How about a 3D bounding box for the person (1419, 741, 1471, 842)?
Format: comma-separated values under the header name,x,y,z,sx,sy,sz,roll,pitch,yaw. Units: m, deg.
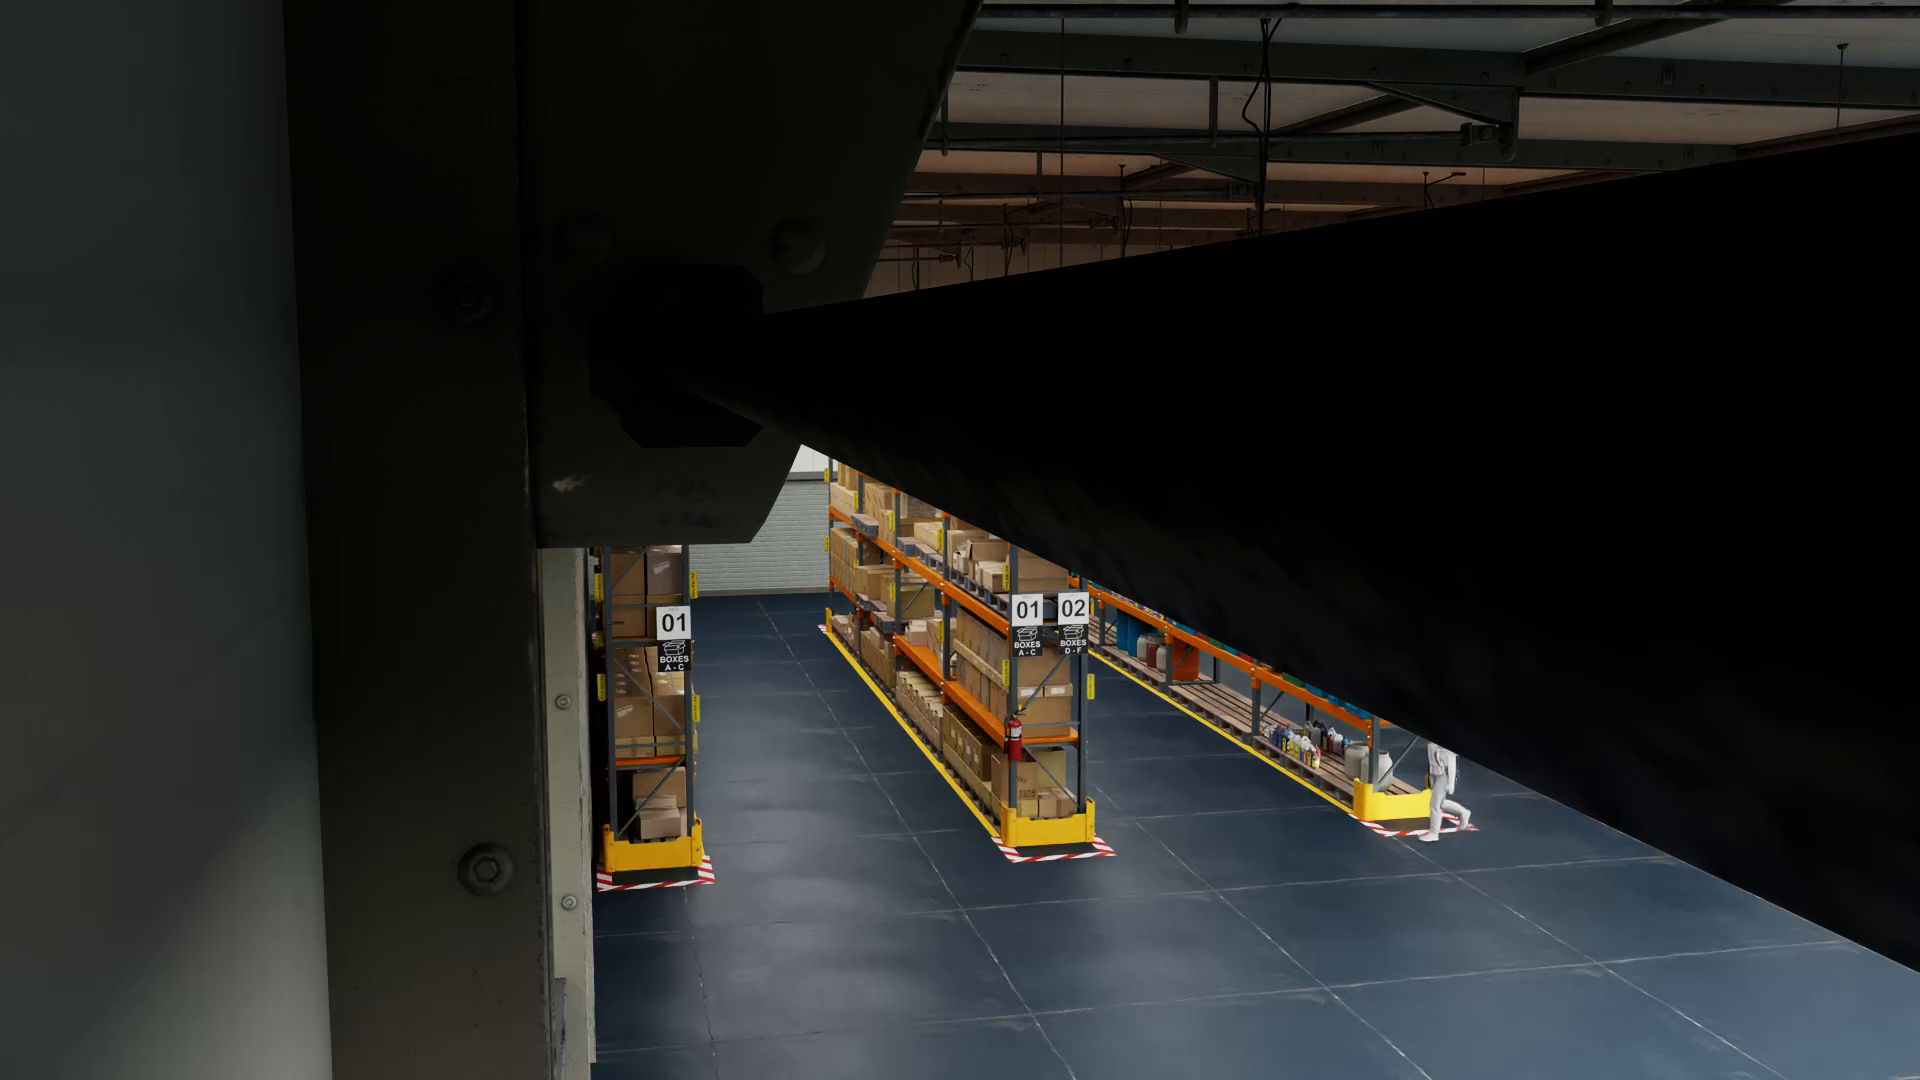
name,x,y,z,sx,sy,sz,roll,pitch,yaw
person,6.208,2.987,21.189,0.810,1.651,0.510,-2,7,-16
